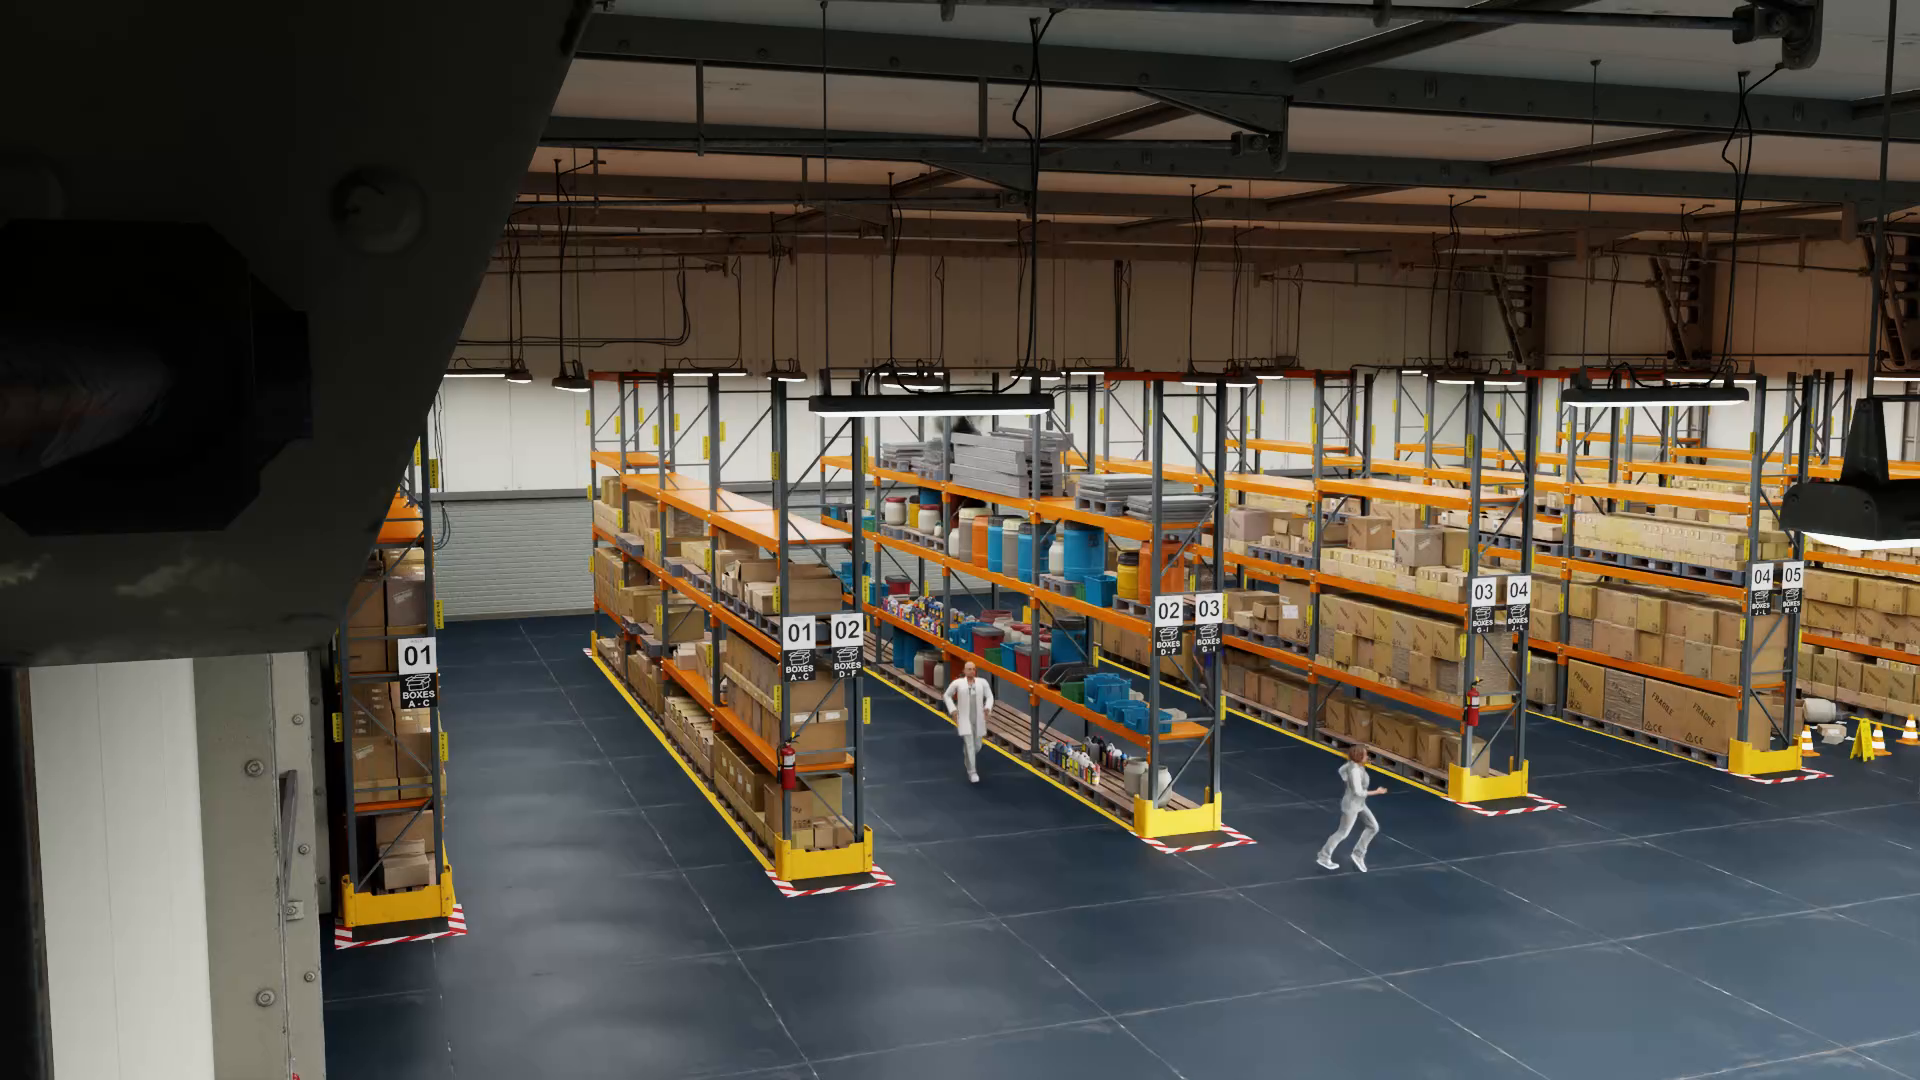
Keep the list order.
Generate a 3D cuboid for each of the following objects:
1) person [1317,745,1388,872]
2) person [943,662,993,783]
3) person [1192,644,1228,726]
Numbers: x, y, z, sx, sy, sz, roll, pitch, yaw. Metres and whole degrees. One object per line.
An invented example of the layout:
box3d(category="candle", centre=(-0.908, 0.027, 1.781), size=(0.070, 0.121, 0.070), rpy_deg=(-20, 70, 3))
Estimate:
box3d(category="person", centre=(4.802, 3.274, 20.301), size=(0.815, 1.597, 0.545), rpy_deg=(2, 7, 20))
box3d(category="person", centre=(0.147, 2.684, 24.843), size=(0.743, 1.751, 0.869), rpy_deg=(-2, 7, -16))
box3d(category="person", centre=(4.333, 2.313, 28.584), size=(0.583, 1.633, 0.894), rpy_deg=(-3, 7, -25))
